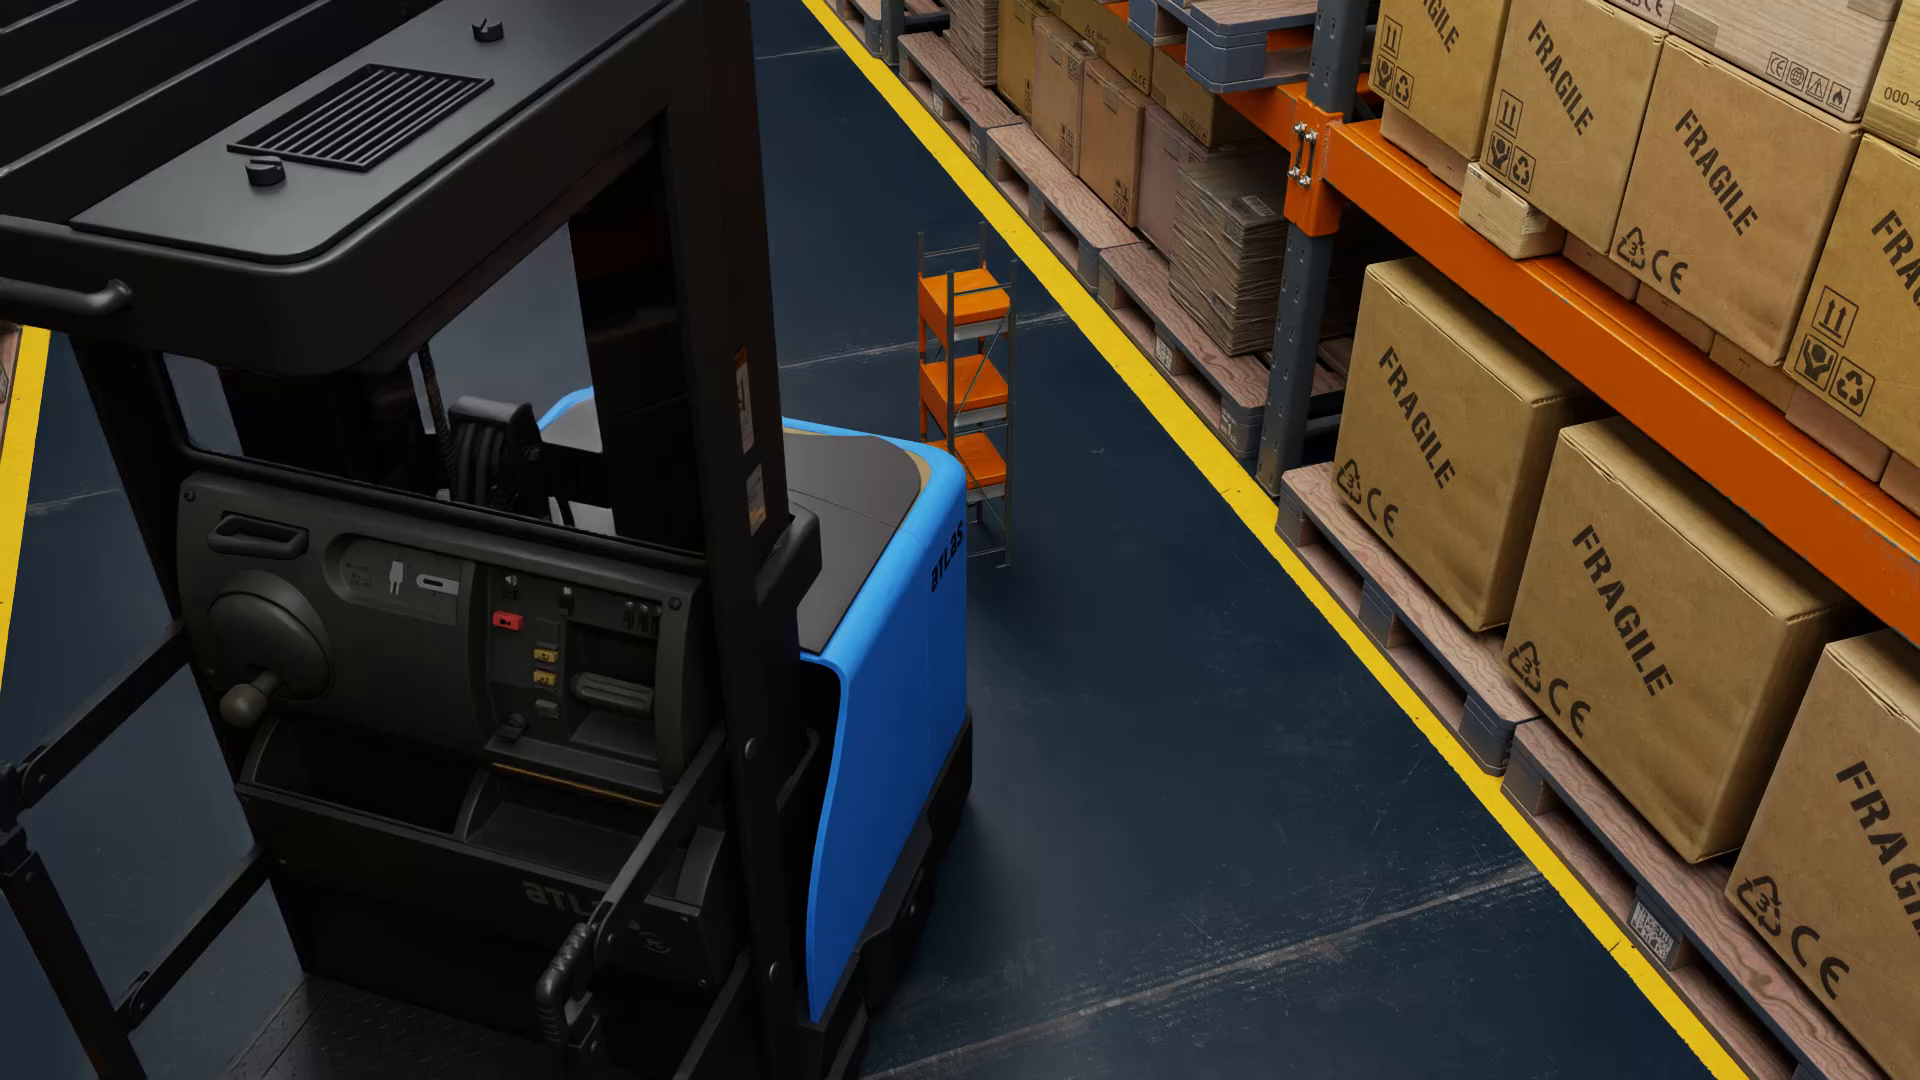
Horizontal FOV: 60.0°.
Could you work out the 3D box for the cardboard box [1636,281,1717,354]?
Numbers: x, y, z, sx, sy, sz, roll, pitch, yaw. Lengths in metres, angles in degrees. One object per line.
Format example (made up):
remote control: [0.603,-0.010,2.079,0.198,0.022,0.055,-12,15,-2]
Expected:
cardboard box: [1.754,-0.566,3.701,0.380,0.149,0.250,-12,39,-15]

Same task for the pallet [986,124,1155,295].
pallet: [0.784,-1.482,7.042,1.003,0.211,1.213,-12,39,-16]

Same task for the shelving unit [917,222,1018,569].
shelving unit: [0.018,-0.389,4.894,0.215,1.050,0.252,-12,39,-16]

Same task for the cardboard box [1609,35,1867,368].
cardboard box: [1.736,-0.727,3.375,0.500,0.500,0.500,-13,39,-16]

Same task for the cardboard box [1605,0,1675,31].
cardboard box: [1.568,-1.319,3.537,0.500,0.250,0.500,-13,39,-17]

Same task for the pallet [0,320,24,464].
pallet: [-3.845,-0.485,5.719,1.003,0.211,1.213,-12,39,-16]

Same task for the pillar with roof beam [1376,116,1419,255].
pillar with roof beam: [-2.209,-3.884,2.927,9.100,9.000,0.400,-12,39,-16]

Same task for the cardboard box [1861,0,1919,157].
cardboard box: [1.925,-0.750,2.782,0.500,0.250,0.500,-13,39,-17]

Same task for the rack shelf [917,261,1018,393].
rack shelf: [0.018,-0.607,4.730,0.215,0.259,0.240,-12,39,-16]

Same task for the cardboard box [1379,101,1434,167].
cardboard box: [1.364,-1.139,4.462,0.380,0.149,0.250,-13,39,-17]

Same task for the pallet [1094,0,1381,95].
pallet: [1.123,-1.770,5.266,1.213,0.211,1.003,-12,39,-16]

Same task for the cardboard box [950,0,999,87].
cardboard box: [0.360,-2.490,7.775,0.700,0.500,0.500,-11,38,-14]

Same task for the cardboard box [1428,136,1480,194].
cardboard box: [1.442,-0.995,4.270,0.380,0.149,0.250,-12,39,-15]

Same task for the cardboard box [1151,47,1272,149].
cardboard box: [1.034,-1.673,6.067,0.500,0.250,0.500,-12,39,-15]

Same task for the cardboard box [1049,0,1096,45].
cardboard box: [0.698,-2.248,6.831,0.500,0.250,0.500,-14,39,-17]

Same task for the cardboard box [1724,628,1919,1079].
cardboard box: [2.190,0.643,3.341,0.750,0.750,0.750,-11,38,-15]

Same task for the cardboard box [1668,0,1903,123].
cardboard box: [1.744,-1.037,3.163,0.500,0.250,0.500,-12,39,-16]

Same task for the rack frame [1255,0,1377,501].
rack frame: [1.468,-1.466,4.703,1.000,3.000,0.127,-12,39,-16]

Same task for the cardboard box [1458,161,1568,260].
cardboard box: [1.454,-0.828,4.048,0.380,0.149,0.250,-11,38,-15]

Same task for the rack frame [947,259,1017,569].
rack frame: [0.060,-0.320,4.803,0.200,1.050,0.008,-12,39,-16]

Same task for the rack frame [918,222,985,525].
rack frame: [-0.024,-0.458,4.986,0.200,1.050,0.008,-12,39,-16]

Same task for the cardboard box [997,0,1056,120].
cardboard box: [0.585,-2.209,7.401,0.700,0.500,0.500,-13,39,-17]

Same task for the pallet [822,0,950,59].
pallet: [-0.173,-2.984,9.035,1.003,0.211,1.213,-12,39,-16]

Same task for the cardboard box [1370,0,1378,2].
cardboard box: [1.297,-1.945,4.890,0.700,0.500,0.500,-17,40,-21]

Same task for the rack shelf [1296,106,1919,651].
rack shelf: [2.156,-0.048,3.419,1.077,0.370,4.000,-12,39,-16]

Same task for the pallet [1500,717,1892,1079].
pallet: [2.085,0.797,4.016,1.003,0.211,1.213,-12,39,-16]

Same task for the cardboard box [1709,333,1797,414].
cardboard box: [1.833,-0.418,3.504,0.380,0.149,0.250,-12,39,-15]

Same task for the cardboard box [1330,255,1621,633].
cardboard box: [1.598,-0.332,4.635,0.750,0.750,0.750,-13,39,-17]

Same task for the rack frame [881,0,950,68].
rack frame: [0.092,-3.725,7.703,1.000,3.000,0.127,-12,39,-16]

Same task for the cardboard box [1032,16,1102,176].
cardboard box: [0.723,-1.912,7.007,0.700,0.500,0.500,-12,39,-15]

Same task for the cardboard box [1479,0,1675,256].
cardboard box: [1.566,-1.007,3.747,0.500,0.500,0.500,-11,38,-14]

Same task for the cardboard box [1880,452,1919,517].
cardboard box: [1.986,-0.125,3.115,0.380,0.149,0.250,-11,38,-15]

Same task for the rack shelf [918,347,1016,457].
rack shelf: [0.018,-0.381,4.900,0.215,0.259,0.240,-12,39,-16]

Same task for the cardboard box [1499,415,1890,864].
cardboard box: [1.893,0.164,3.977,0.750,0.750,0.750,-13,39,-16]

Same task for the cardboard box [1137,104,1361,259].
cardboard box: [1.103,-1.354,6.266,0.700,0.500,0.500,-13,39,-16]

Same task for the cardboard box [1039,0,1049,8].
cardboard box: [0.515,-2.542,7.220,0.500,0.250,0.500,-13,39,-17]

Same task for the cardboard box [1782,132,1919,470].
cardboard box: [1.923,-0.434,2.986,0.500,0.500,0.500,-11,38,-15]

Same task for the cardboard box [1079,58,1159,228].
cardboard box: [0.906,-1.629,6.631,0.700,0.500,0.500,-13,39,-16]

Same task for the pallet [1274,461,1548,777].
pallet: [1.669,0.109,4.930,1.003,0.211,1.213,-12,39,-16]

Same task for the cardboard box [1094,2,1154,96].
cardboard box: [0.852,-1.963,6.451,0.500,0.250,0.500,-13,39,-16]

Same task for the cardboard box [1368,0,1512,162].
cardboard box: [1.395,-1.305,4.142,0.500,0.500,0.500,-11,38,-15]

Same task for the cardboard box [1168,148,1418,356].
cardboard box: [1.171,-1.039,5.848,0.700,0.500,0.500,-12,39,-15]

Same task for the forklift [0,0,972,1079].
forklift: [-0.921,0.232,2.506,1.130,2.935,3.031,11,38,15]

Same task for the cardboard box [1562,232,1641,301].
cardboard box: [1.657,-0.711,3.893,0.380,0.149,0.250,-13,39,-16]

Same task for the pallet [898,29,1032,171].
pallet: [0.361,-2.172,7.958,1.003,0.211,1.213,-12,39,-16]

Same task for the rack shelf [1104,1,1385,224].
rack shelf: [0.780,-2.308,6.419,1.077,0.370,4.000,-12,39,-16]

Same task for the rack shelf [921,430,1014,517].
rack shelf: [0.018,-0.159,5.068,0.215,0.259,0.240,-12,39,-16]

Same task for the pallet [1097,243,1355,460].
pallet: [1.201,-0.794,6.128,1.003,0.211,1.213,-12,39,-16]

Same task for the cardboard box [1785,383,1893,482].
cardboard box: [1.902,-0.275,3.314,0.380,0.149,0.250,-12,39,-16]
